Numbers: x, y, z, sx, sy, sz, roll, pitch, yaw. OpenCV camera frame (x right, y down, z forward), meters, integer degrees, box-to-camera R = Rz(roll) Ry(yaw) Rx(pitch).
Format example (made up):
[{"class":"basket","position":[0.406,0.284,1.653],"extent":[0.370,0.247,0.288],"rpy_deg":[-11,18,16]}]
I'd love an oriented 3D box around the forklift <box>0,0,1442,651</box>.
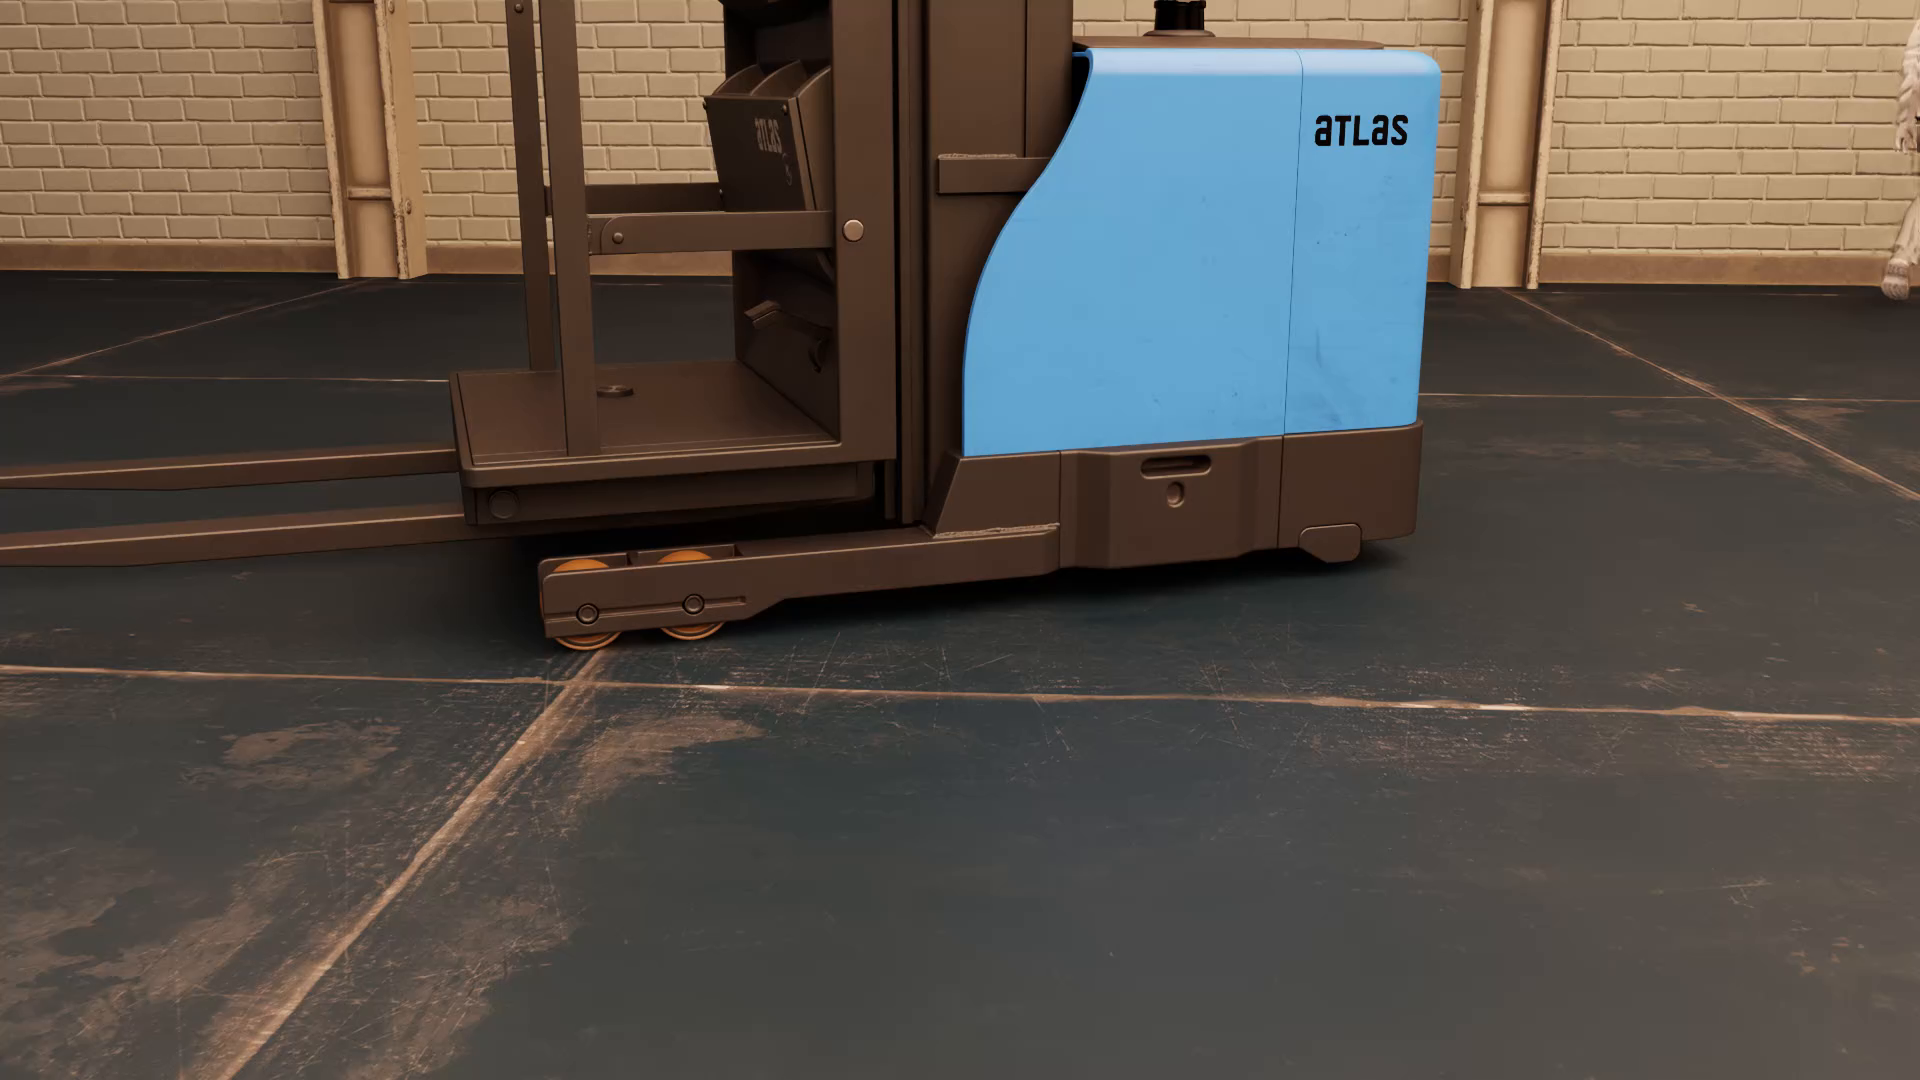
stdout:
[{"class":"forklift","position":[-0.580,-1.366,3.251],"extent":[3.031,2.935,1.130],"rpy_deg":[-5,16,-17]}]

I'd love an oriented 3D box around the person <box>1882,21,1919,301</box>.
[{"class":"person","position":[4.638,-1.905,7.682],"extent":[0.435,1.652,0.618],"rpy_deg":[-10,18,-32]}]
